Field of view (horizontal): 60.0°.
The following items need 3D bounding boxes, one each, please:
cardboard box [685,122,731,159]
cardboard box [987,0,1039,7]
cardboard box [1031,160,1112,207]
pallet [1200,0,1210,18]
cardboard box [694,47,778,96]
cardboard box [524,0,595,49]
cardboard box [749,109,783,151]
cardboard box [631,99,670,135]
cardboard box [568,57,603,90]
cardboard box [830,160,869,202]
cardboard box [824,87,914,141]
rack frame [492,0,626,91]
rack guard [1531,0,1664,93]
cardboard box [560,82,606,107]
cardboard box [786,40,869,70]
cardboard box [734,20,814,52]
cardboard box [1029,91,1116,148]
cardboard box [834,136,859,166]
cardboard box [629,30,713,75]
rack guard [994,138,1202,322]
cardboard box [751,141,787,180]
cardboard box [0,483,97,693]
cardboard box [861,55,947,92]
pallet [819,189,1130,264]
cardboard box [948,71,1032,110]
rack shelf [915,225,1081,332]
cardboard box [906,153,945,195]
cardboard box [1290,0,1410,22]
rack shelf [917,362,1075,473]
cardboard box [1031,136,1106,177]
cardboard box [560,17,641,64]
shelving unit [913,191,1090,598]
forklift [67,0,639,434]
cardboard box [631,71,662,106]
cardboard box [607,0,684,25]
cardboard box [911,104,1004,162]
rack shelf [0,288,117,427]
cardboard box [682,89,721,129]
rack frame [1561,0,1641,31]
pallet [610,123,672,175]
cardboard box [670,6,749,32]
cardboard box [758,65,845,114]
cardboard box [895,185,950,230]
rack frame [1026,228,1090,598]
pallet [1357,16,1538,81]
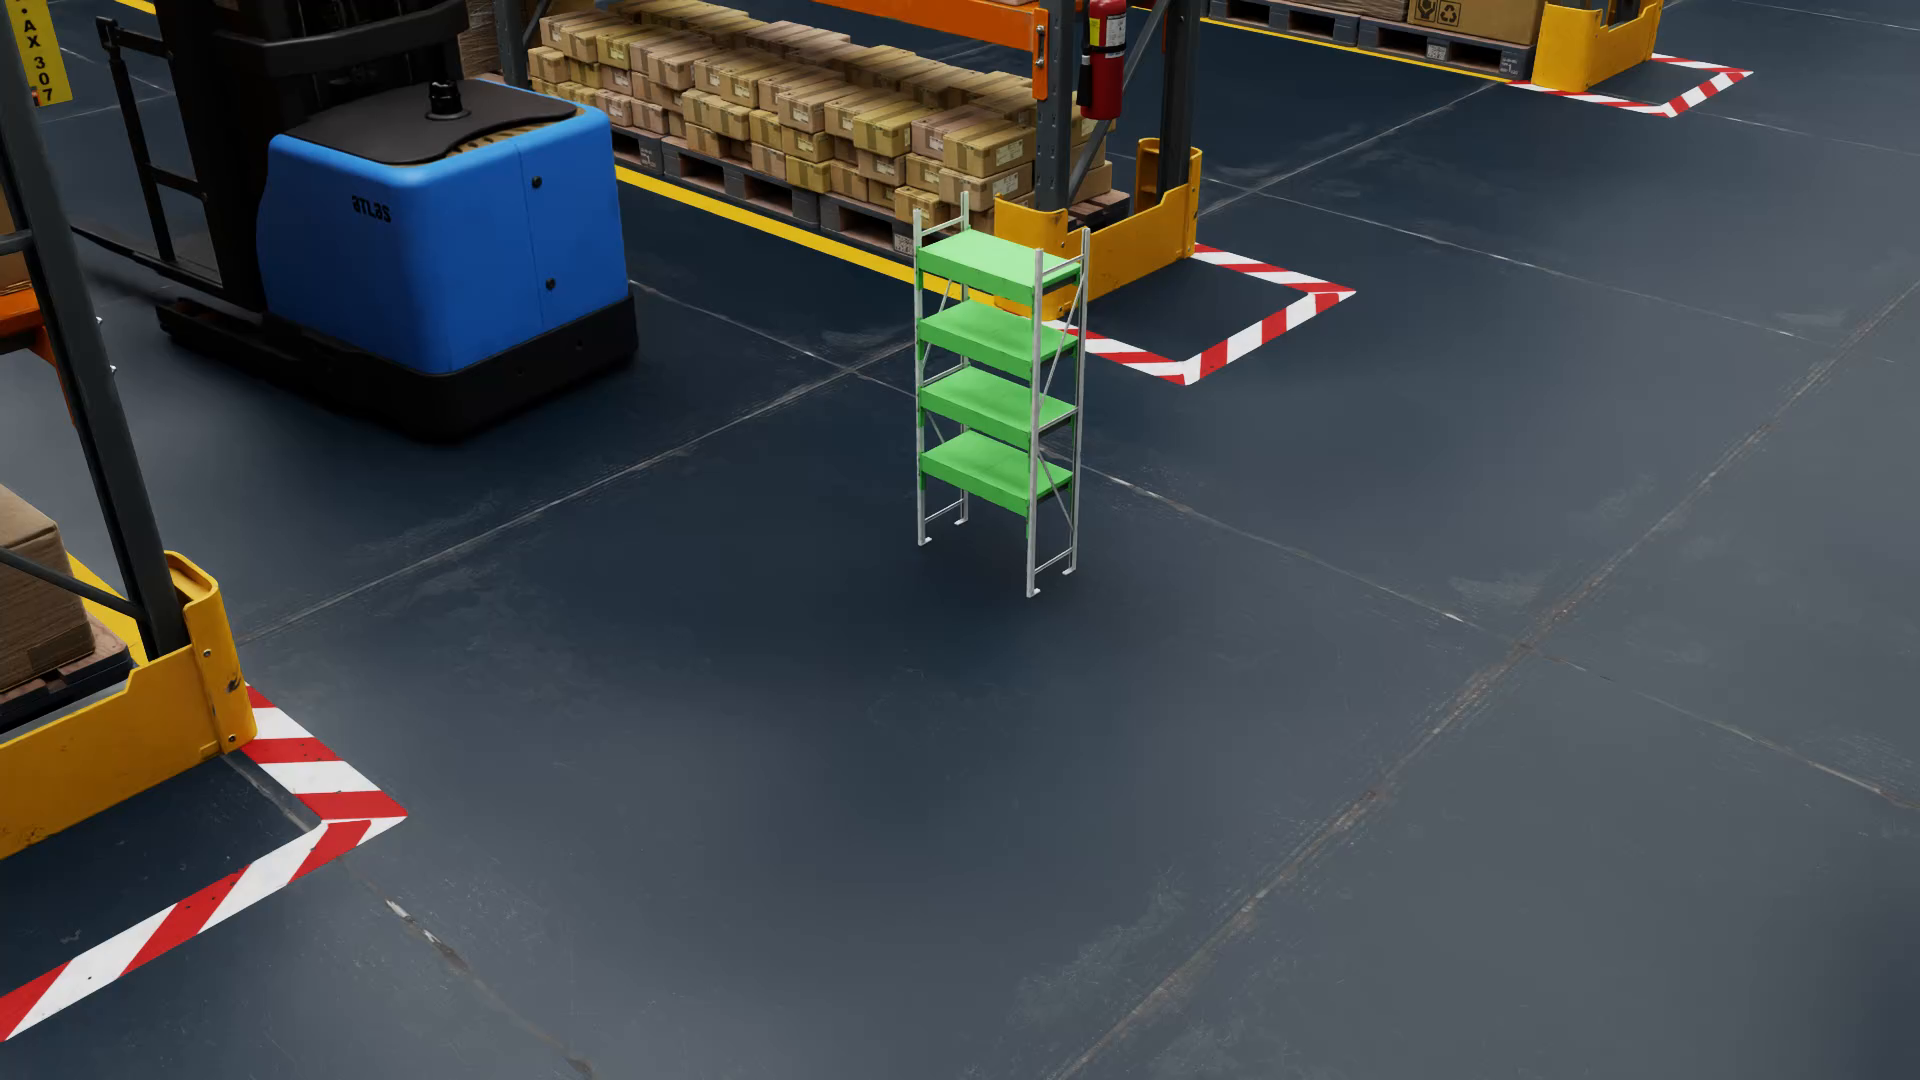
[{"bbox_3d":[-1.221,-2.154,8.777,0.250,0.149,0.380,24,38,34],"label":"cardboard box"},{"bbox_3d":[0.270,-2.391,7.057,0.250,0.149,0.380,25,39,35],"label":"cardboard box"},{"bbox_3d":[0.527,-1.756,8.116,0.250,0.149,0.380,26,40,36],"label":"cardboard box"},{"bbox_3d":[1.650,-4.252,12.609,1.213,0.211,1.003,25,39,35],"label":"pallet"},{"bbox_3d":[-1.163,-2.443,8.680,0.250,0.149,0.380,23,38,33],"label":"cardboard box"},{"bbox_3d":[-2.635,-3.344,10.413,0.500,0.500,0.500,27,40,37],"label":"cardboard box"},{"bbox_3d":[-0.839,-2.103,8.403,0.380,0.149,0.250,-27,40,-37],"label":"cardboard box"},{"bbox_3d":[-1.572,-2.361,9.120,0.250,0.149,0.380,24,39,34],"label":"cardboard box"},{"bbox_3d":[-1.963,-2.663,9.334,0.250,0.149,0.380,25,39,35],"label":"cardboard box"},{"bbox_3d":[-0.418,-1.810,8.205,0.250,0.149,0.380,25,39,36],"label":"cardboard box"},{"bbox_3d":[-0.436,-2.057,8.039,0.250,0.149,0.380,23,38,33],"label":"cardboard box"},{"bbox_3d":[-2.265,-3.878,9.284,0.127,3.000,1.000,25,39,35],"label":"rack frame"},{"bbox_3d":[4.122,-3.276,10.708,0.348,0.500,1.175,25,39,35],"label":"rack guard"},{"bbox_3d":[-2.013,-2.496,9.344,0.250,0.149,0.380,26,40,36],"label":"cardboard box"},{"bbox_3d":[-0.699,-2.517,8.803,0.250,0.149,0.380,25,39,35],"label":"cardboard box"},{"bbox_3d":[-1.018,-2.733,9.162,0.250,0.149,0.380,23,38,33],"label":"cardboard box"},{"bbox_3d":[0.540,-2.018,7.975,0.250,0.149,0.380,23,38,33],"label":"cardboard box"},{"bbox_3d":[-0.399,-1.965,8.174,0.250,0.149,0.380,24,39,35],"label":"cardboard box"},{"bbox_3d":[-1.555,-2.625,8.982,0.250,0.149,0.380,24,38,34],"label":"cardboard box"},{"bbox_3d":[0.645,-1.449,7.673,0.348,0.500,1.175,25,39,35],"label":"rack guard"},{"bbox_3d":[-0.838,-1.977,8.482,0.250,0.149,0.380,26,40,36],"label":"cardboard box"},{"bbox_3d":[-3.102,0.162,4.650,0.875,0.438,0.875,24,38,34],"label":"cardboard box"},{"bbox_3d":[-0.284,-2.358,8.539,0.250,0.149,0.380,27,40,37],"label":"cardboard box"},{"bbox_3d":[0.066,-1.620,8.237,1.213,0.211,1.003,25,39,35],"label":"pallet"},{"bbox_3d":[0.154,-2.204,8.283,0.250,0.149,0.380,25,39,35],"label":"cardboard box"},{"bbox_3d":[0.123,-0.813,5.131,0.480,0.148,0.258,25,39,35],"label":"rack shelf"},{"bbox_3d":[-0.040,-1.764,7.841,0.250,0.149,0.380,24,38,34],"label":"cardboard box"},{"bbox_3d":[2.901,-4.131,11.357,0.875,0.875,0.875,25,39,35],"label":"cardboard box"},{"bbox_3d":[0.123,-0.402,5.378,0.480,0.148,0.258,25,39,35],"label":"rack shelf"},{"bbox_3d":[0.485,-1.859,7.999,0.250,0.149,0.380,27,40,37],"label":"cardboard box"},{"bbox_3d":[-1.984,-2.775,9.232,0.380,0.149,0.250,-27,40,-37],"label":"cardboard box"},{"bbox_3d":[0.123,-0.457,5.345,0.503,1.200,0.258,25,39,35],"label":"shelving unit"},{"bbox_3d":[-2.832,-2.254,6.652,3.031,2.935,1.130,21,37,30],"label":"forklift"},{"bbox_3d":[-1.560,-2.498,9.060,0.250,0.149,0.380,23,38,33],"label":"cardboard box"},{"bbox_3d":[-1.826,-3.068,9.718,0.250,0.149,0.380,26,40,36],"label":"cardboard box"},{"bbox_3d":[-0.009,-1.902,7.782,0.250,0.149,0.380,26,40,36],"label":"cardboard box"},{"bbox_3d":[-4.029,-0.950,5.117,4.000,0.370,1.077,25,39,35],"label":"rack shelf"},{"bbox_3d":[-1.227,-2.282,8.701,0.250,0.149,0.380,25,39,35],"label":"cardboard box"},{"bbox_3d":[4.104,-4.356,10.077,0.127,3.000,1.000,25,39,35],"label":"rack frame"},{"bbox_3d":[-1.743,-2.465,9.639,1.213,0.211,1.003,25,39,35],"label":"pallet"},{"bbox_3d":[-1.421,-2.911,9.458,0.250,0.149,0.380,25,39,35],"label":"cardboard box"},{"bbox_3d":[-0.794,-2.263,8.380,0.250,0.149,0.380,24,38,34],"label":"cardboard box"},{"bbox_3d":[-0.088,-1.605,7.865,0.250,0.149,0.380,26,40,36],"label":"cardboard box"},{"bbox_3d":[0.304,-0.372,5.205,0.015,1.200,0.240,25,39,35],"label":"rack frame"},{"bbox_3d":[3.459,-3.408,11.206,1.213,0.211,1.003,25,39,35],"label":"pallet"}]
